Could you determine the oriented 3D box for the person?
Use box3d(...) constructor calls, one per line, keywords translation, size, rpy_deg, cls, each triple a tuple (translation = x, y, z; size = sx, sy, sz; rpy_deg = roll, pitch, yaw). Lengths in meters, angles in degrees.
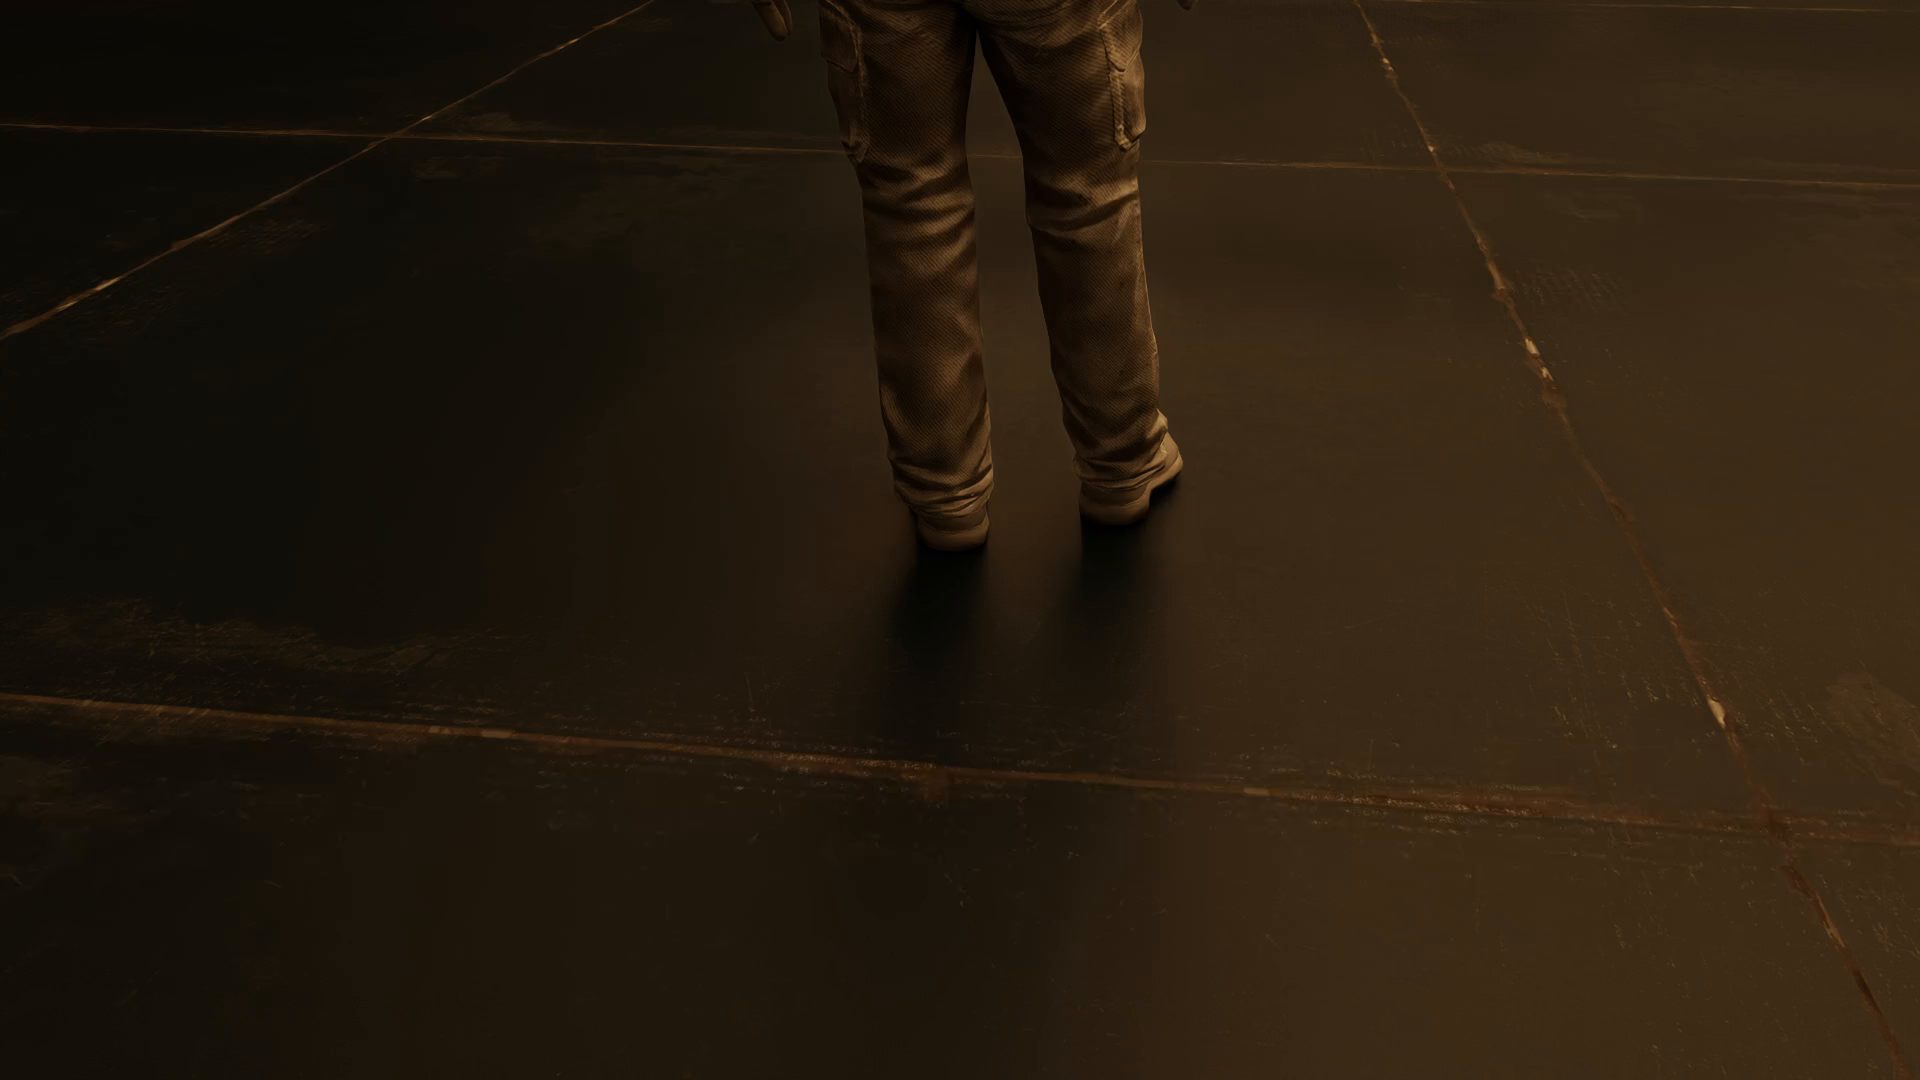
box3d(translation=(0.018, -0.833, 2.162), size=(0.656, 1.777, 0.577), rpy_deg=(3, 27, 7), cls="person")
